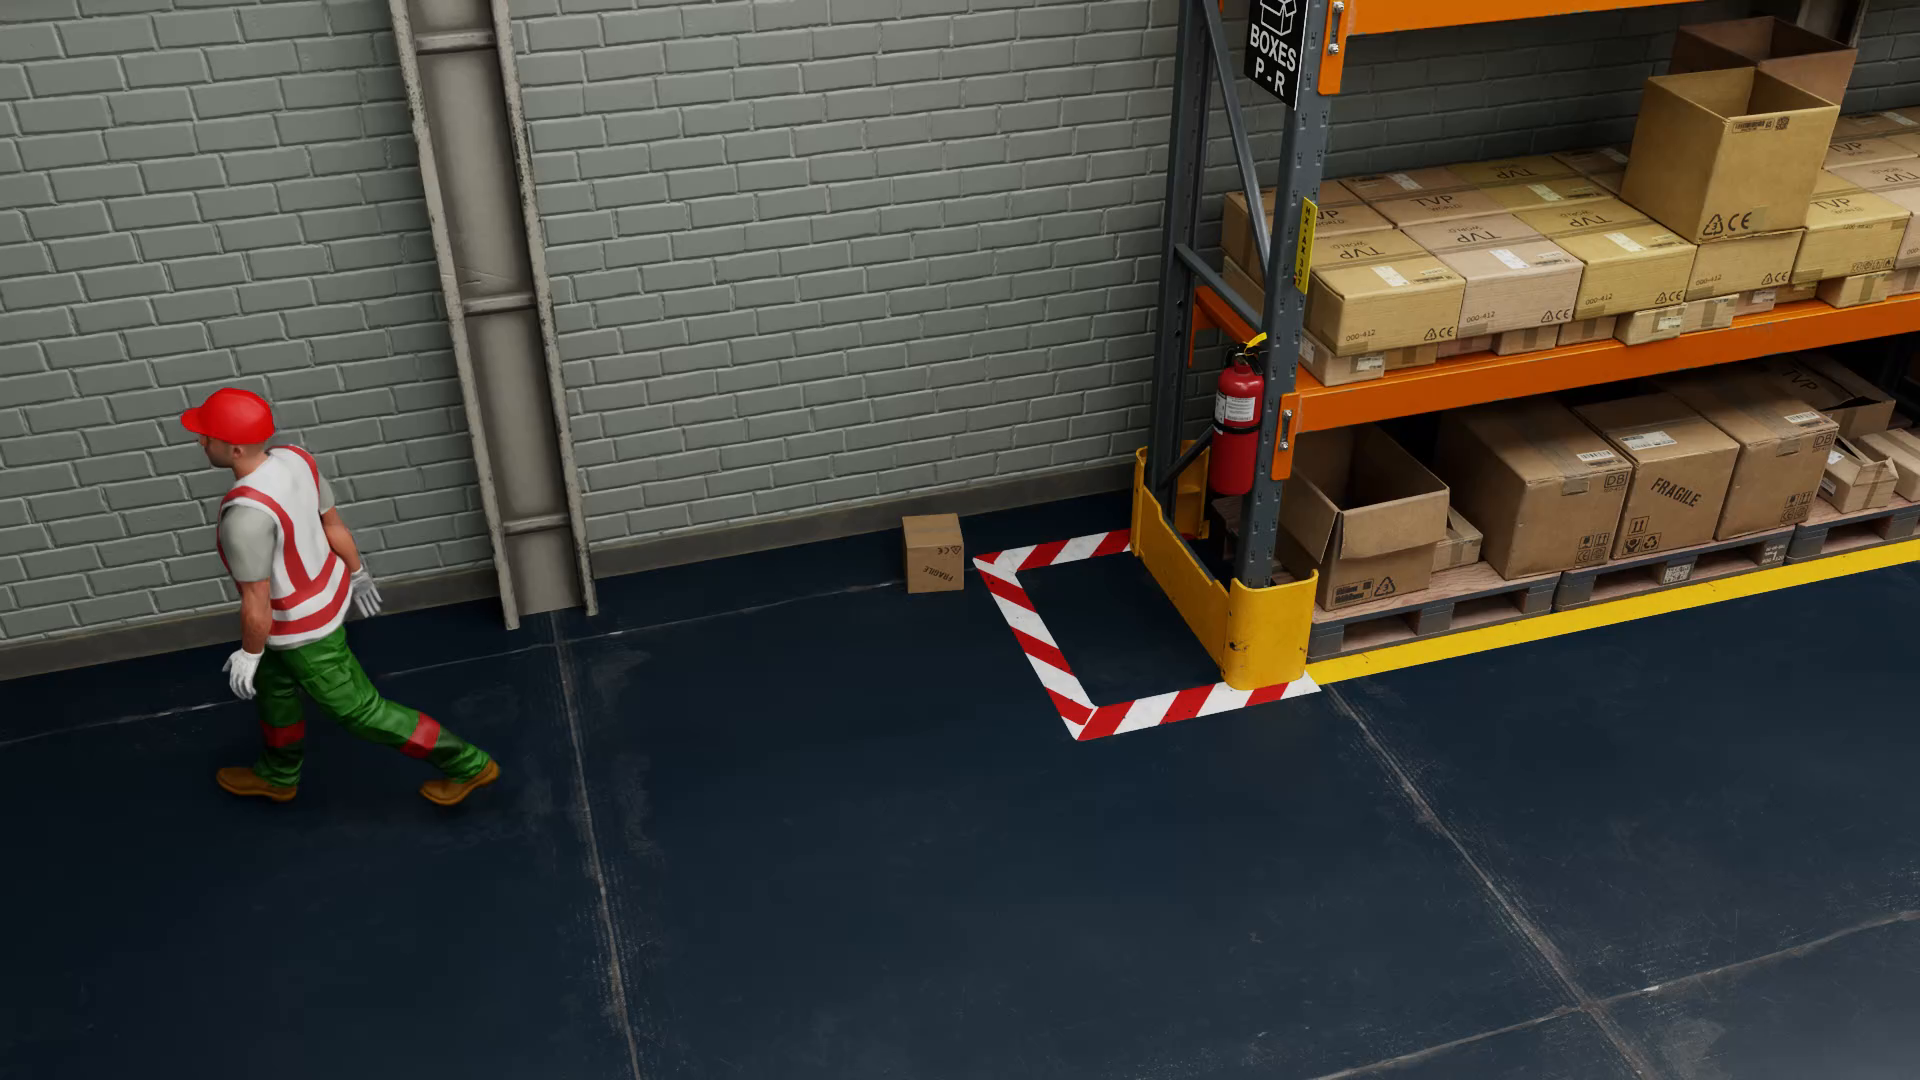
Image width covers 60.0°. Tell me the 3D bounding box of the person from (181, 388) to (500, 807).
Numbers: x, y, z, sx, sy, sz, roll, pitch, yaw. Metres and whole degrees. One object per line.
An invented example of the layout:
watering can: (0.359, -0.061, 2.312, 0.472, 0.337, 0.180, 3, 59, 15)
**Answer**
person: (-2.243, 0.259, 5.761, 1.087, 1.744, 0.580, -2, 34, -3)
